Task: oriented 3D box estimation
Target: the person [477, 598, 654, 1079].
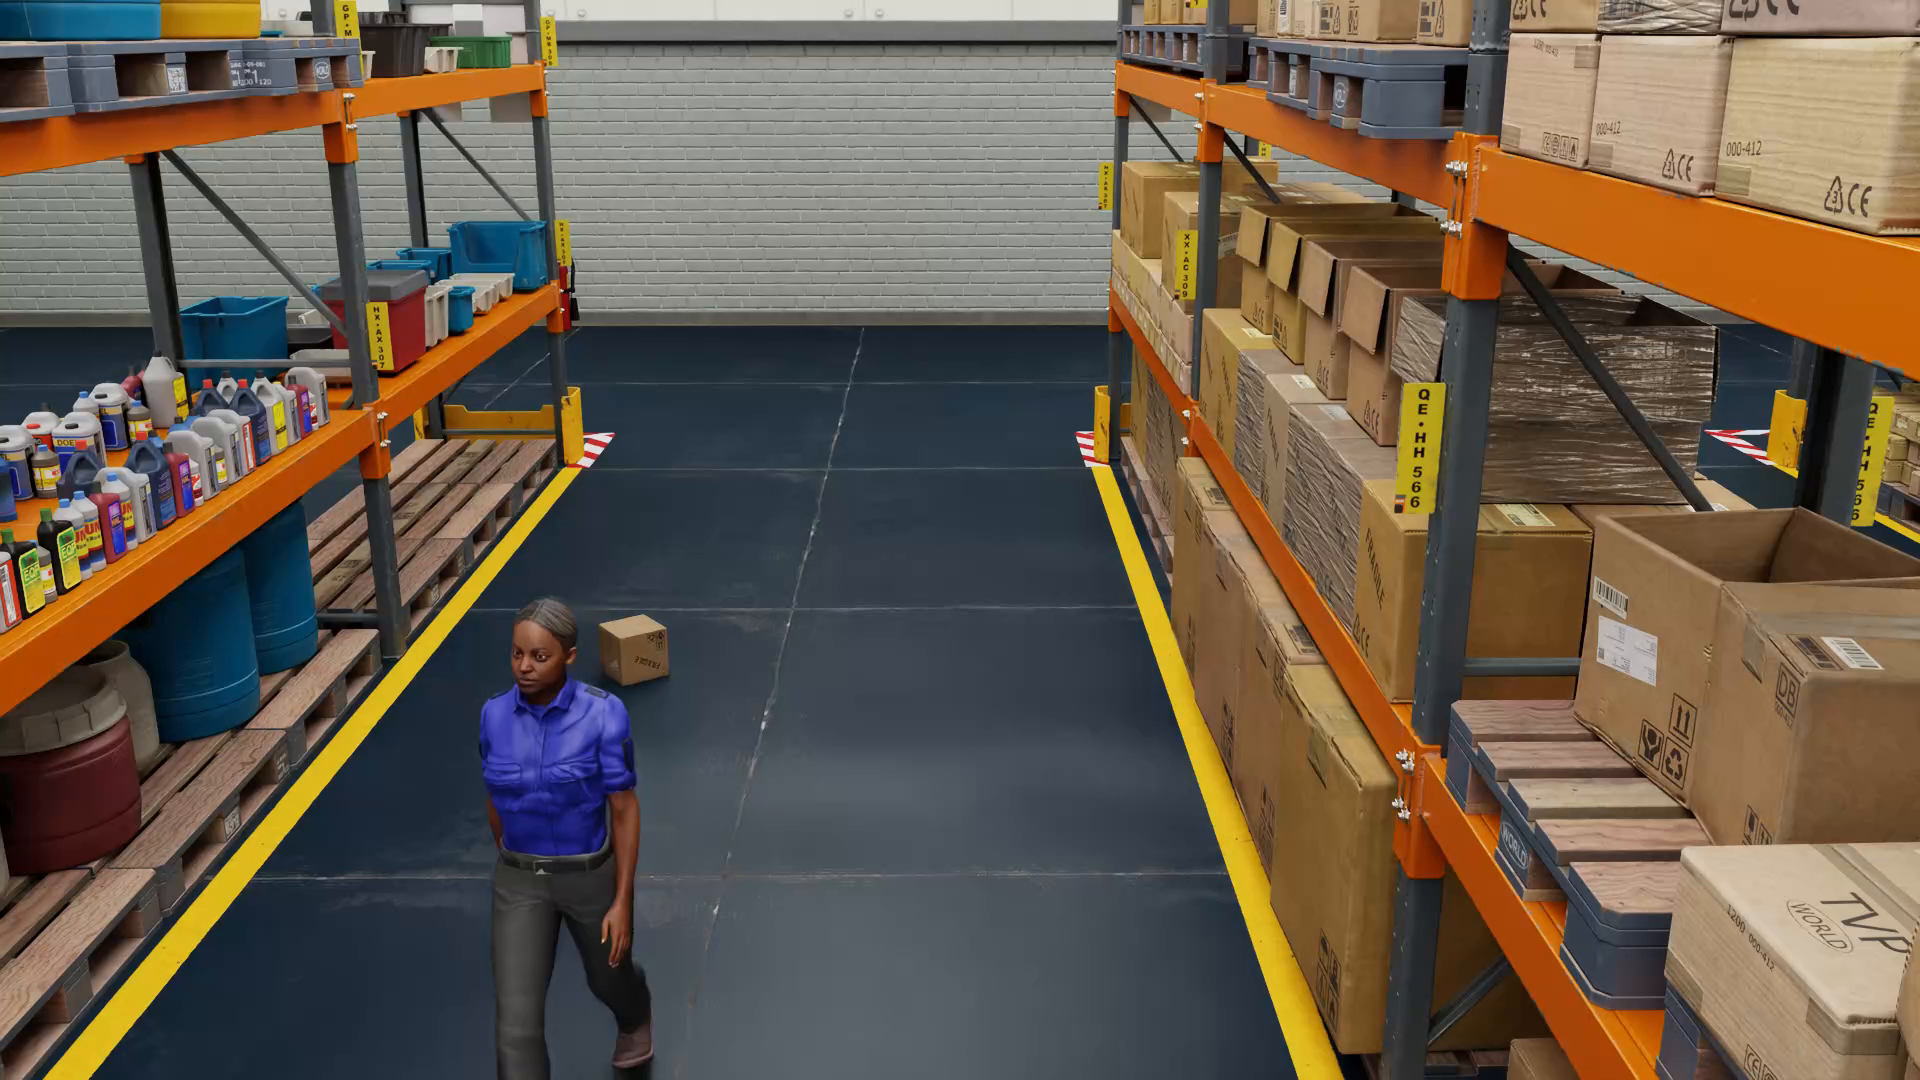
[{"bbox_3d":[-1.078,0.936,4.529,0.447,1.604,0.989,0,17,0],"label":"person"}]
